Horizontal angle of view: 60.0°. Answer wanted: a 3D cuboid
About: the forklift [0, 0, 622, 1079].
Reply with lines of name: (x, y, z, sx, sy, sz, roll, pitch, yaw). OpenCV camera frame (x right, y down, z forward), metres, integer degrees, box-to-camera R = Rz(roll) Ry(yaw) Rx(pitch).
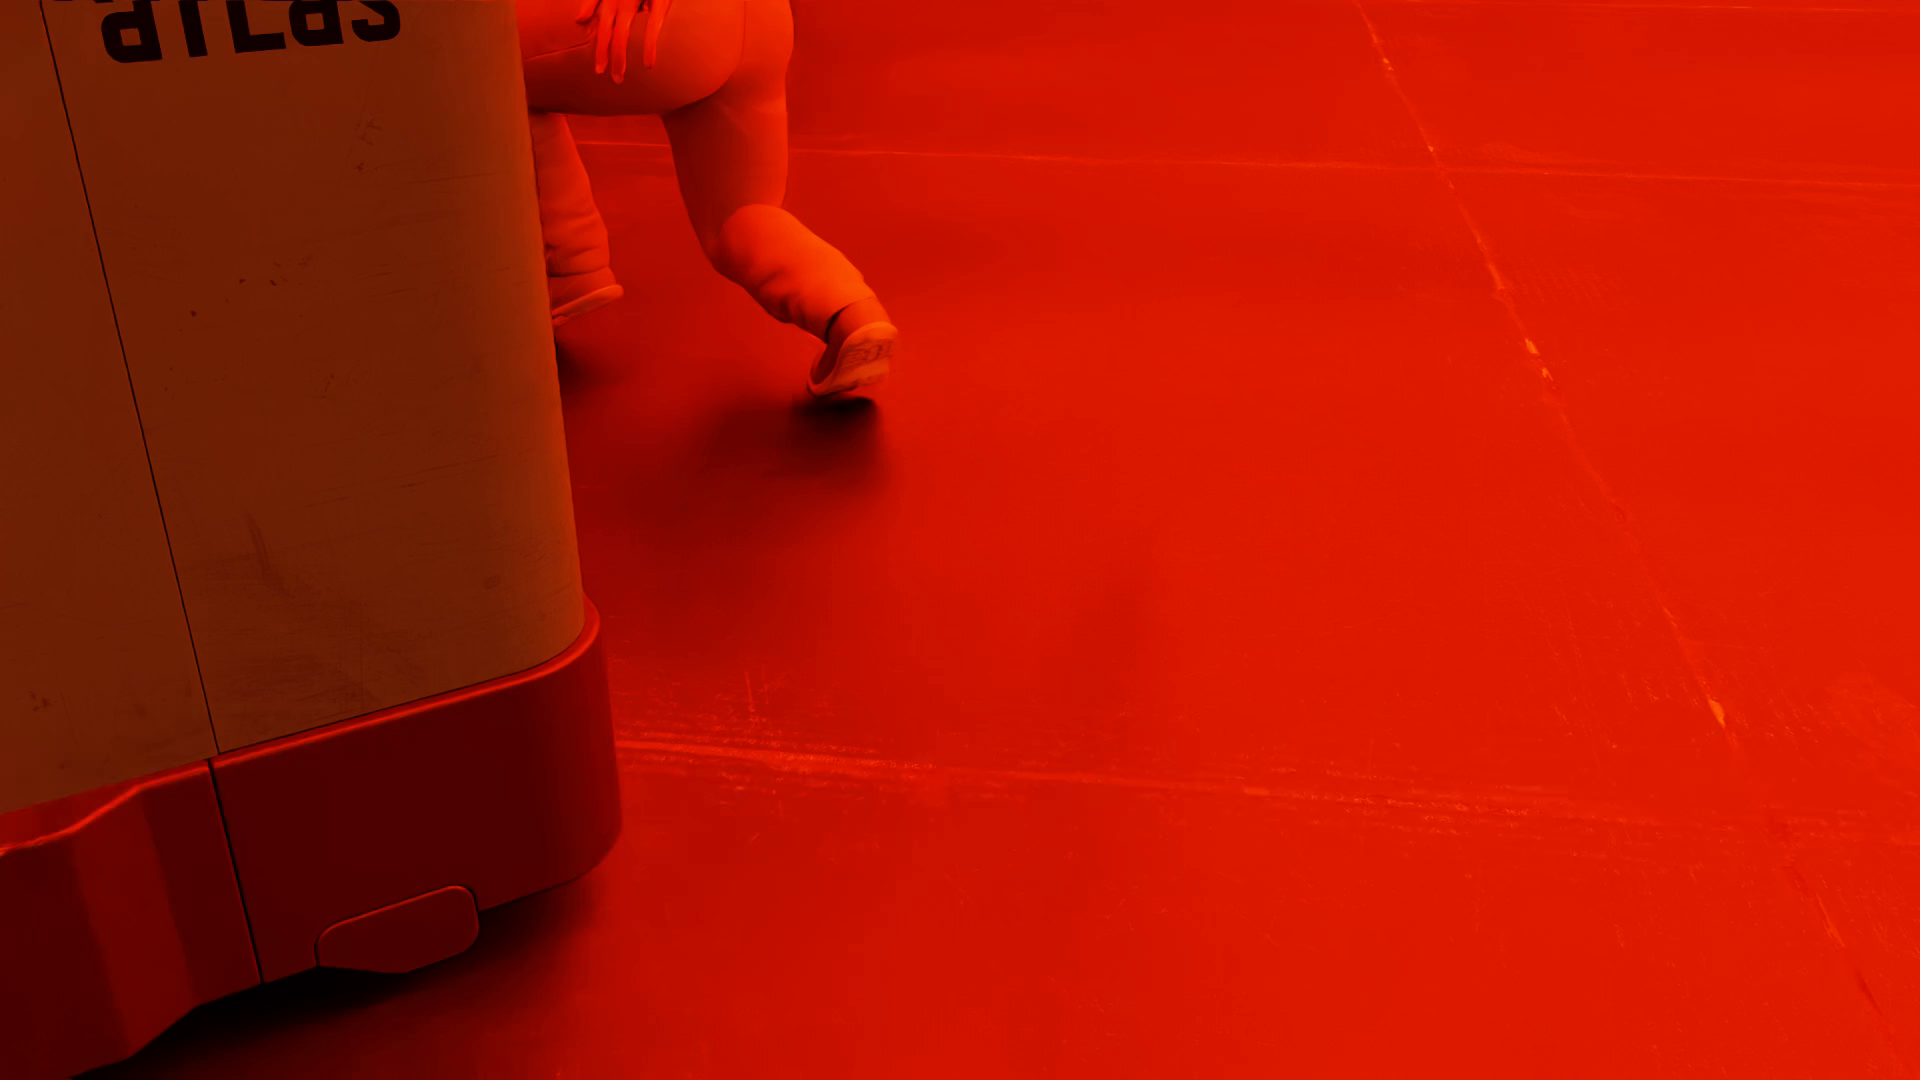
forklift: (-1.881, -0.778, 0.777, 3.031, 2.935, 1.130, -15, 30, -28)

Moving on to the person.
person: (-0.593, -0.866, 2.653, 0.985, 1.457, 0.898, 12, 29, 23)
